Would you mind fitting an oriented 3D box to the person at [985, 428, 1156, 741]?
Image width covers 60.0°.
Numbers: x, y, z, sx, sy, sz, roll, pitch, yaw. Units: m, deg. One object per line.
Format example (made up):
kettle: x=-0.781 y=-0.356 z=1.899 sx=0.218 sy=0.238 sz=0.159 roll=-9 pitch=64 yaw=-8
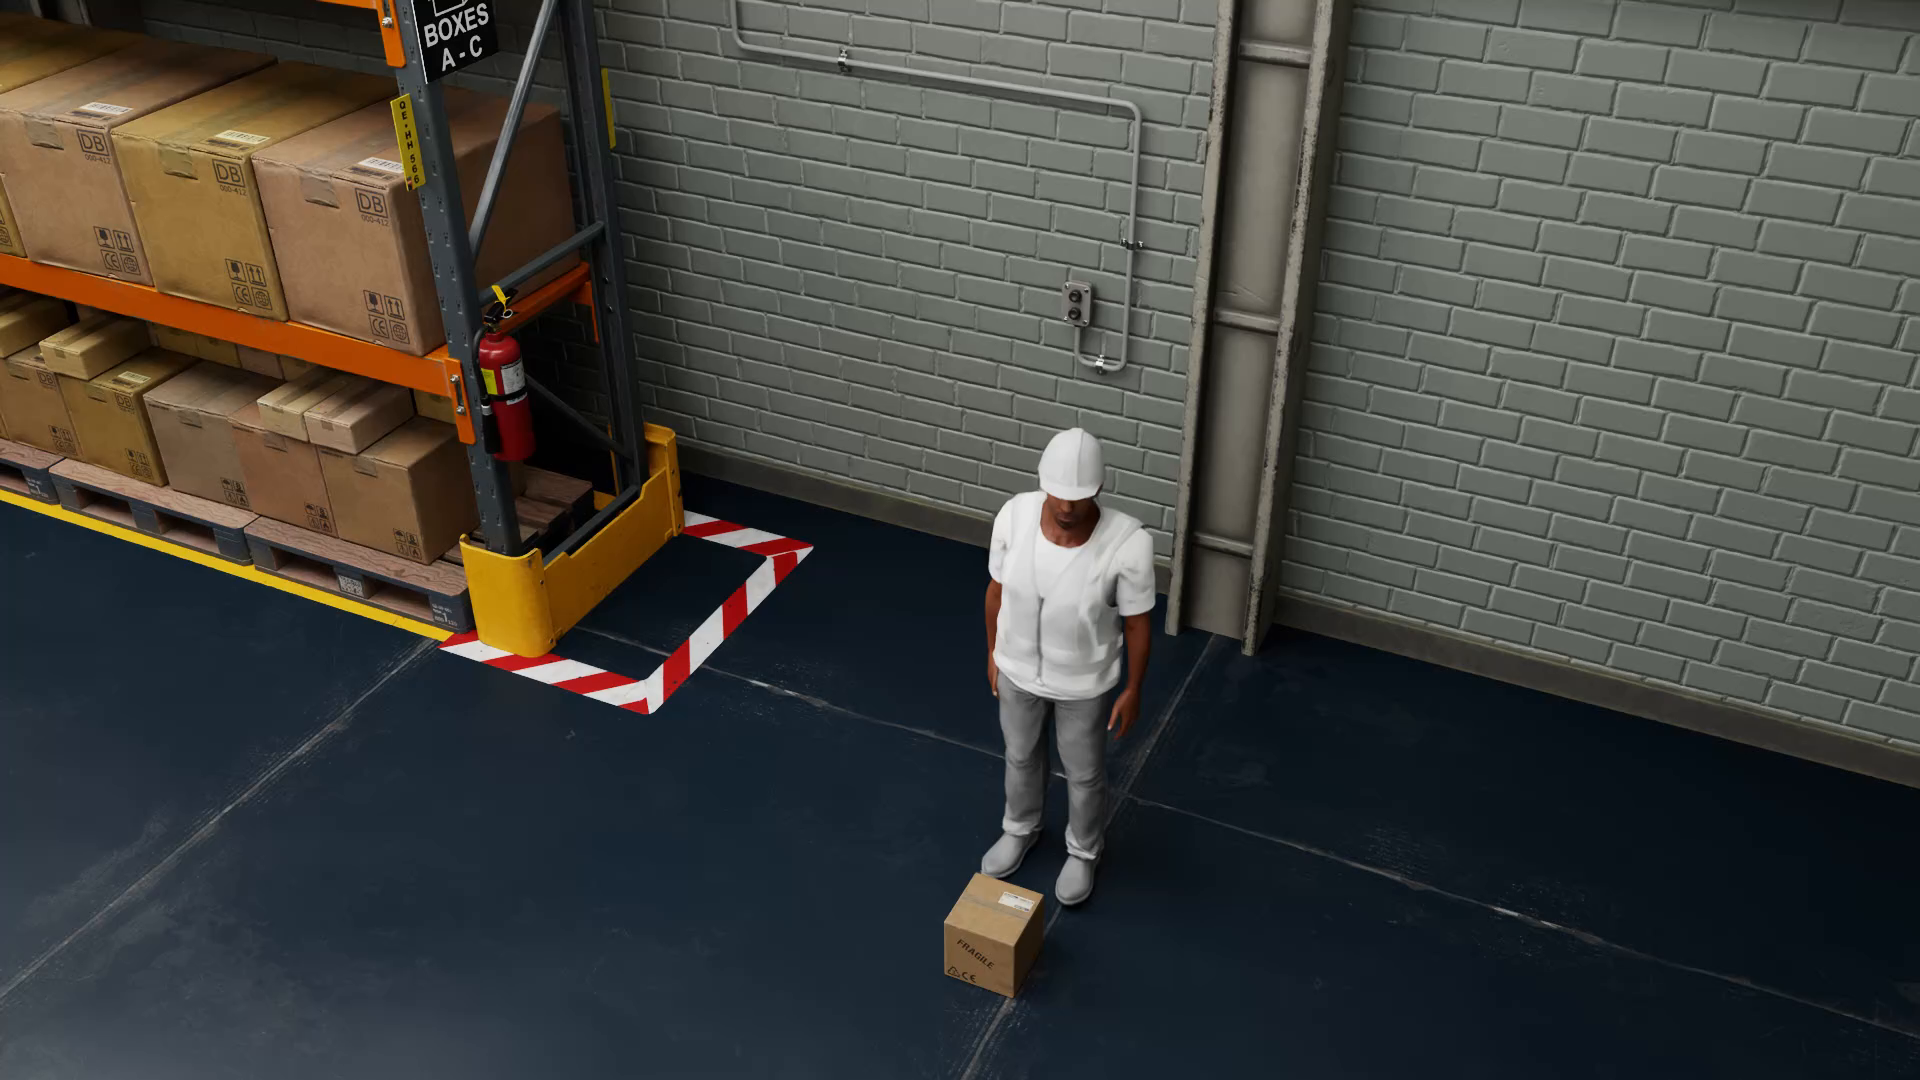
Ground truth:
person: x=0.335 y=0.135 z=5.268 sx=0.572 sy=1.066 sz=0.325 roll=15 pitch=36 yaw=22
